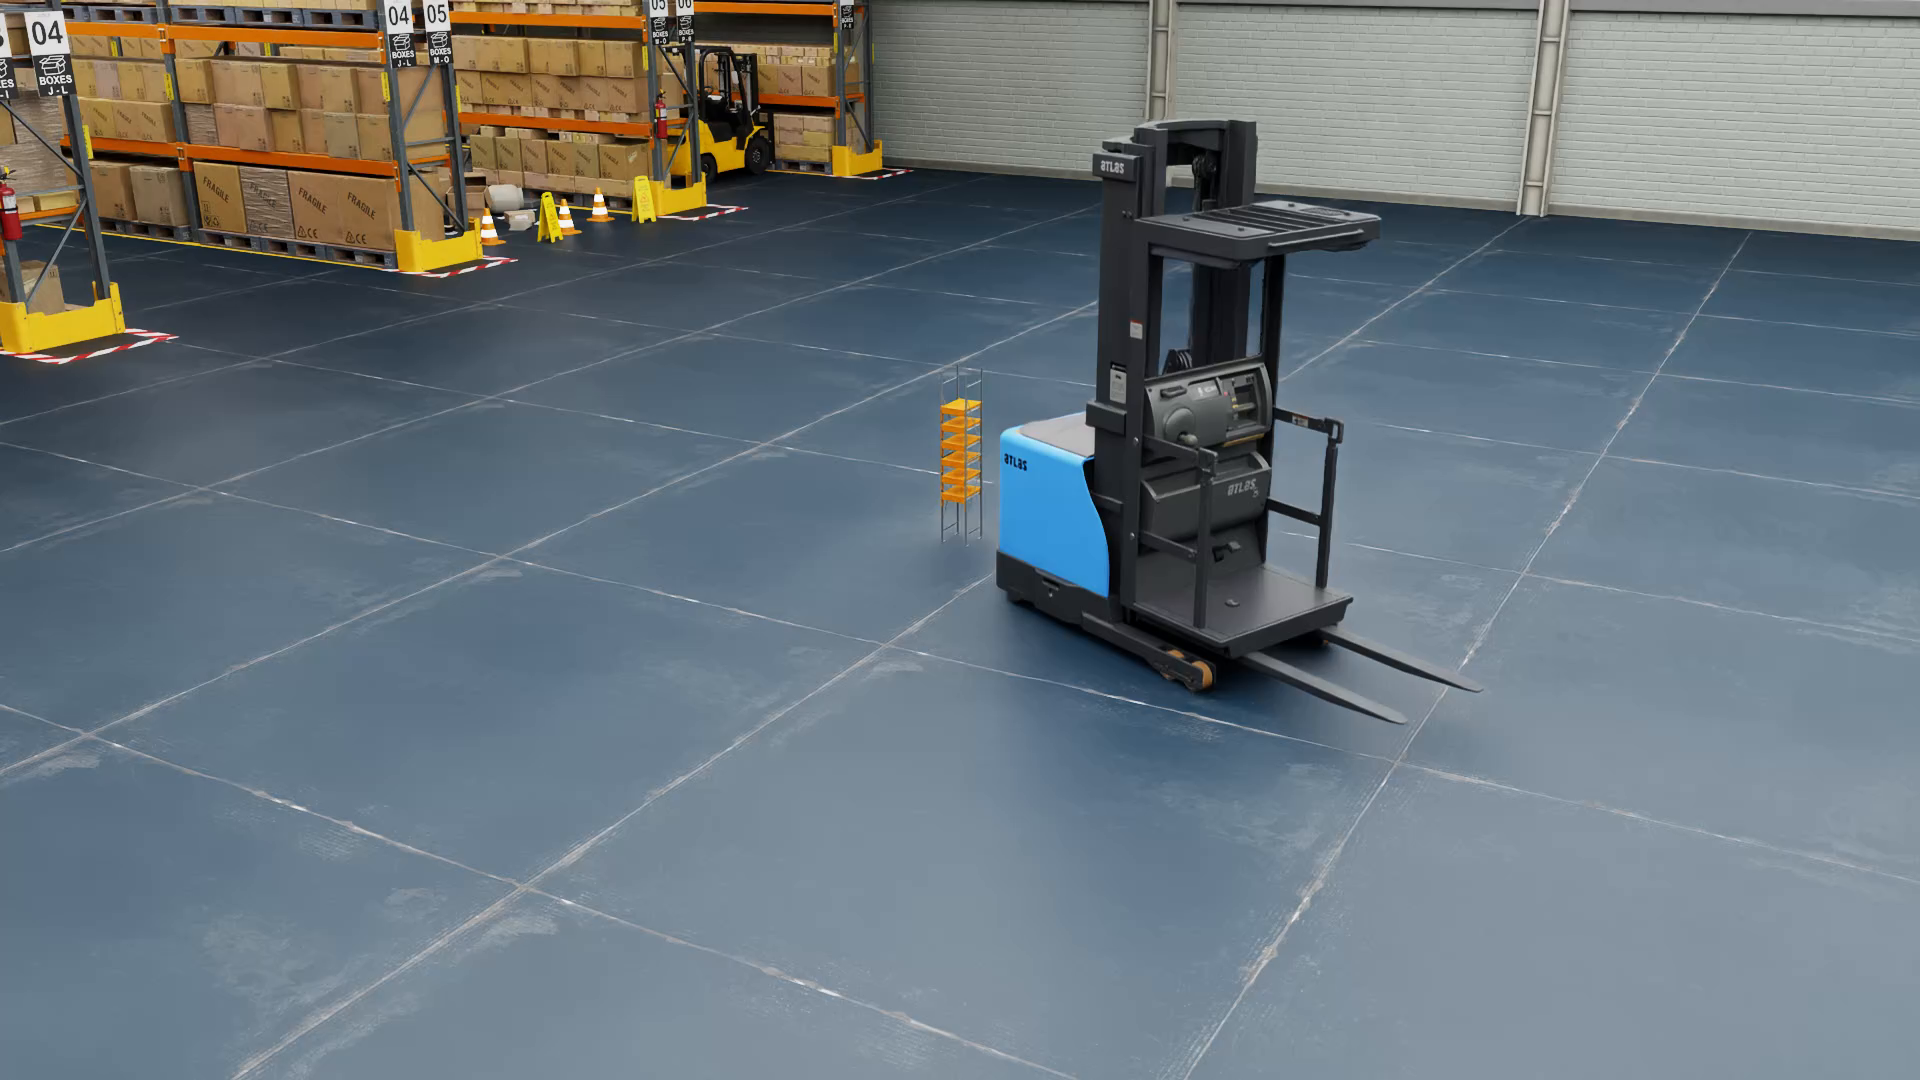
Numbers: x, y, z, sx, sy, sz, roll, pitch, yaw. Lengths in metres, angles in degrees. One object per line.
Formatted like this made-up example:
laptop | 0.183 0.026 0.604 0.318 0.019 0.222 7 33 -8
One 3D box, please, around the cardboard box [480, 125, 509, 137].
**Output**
cardboard box | -7.257 -6.395 25.962 0.250 0.149 0.380 11 23 28

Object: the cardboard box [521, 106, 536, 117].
cardboard box | -6.489 -6.569 25.443 0.250 0.149 0.380 11 23 28

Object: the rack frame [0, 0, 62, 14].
rack frame | -9.061 -6.255 15.412 0.127 3.000 1.000 11 23 27

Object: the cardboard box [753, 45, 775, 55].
cardboard box | -3.389 -8.534 28.959 0.250 0.149 0.380 11 23 28

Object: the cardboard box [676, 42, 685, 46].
cardboard box | -4.888 -8.867 29.878 0.250 0.149 0.380 11 23 28

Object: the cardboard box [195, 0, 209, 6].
cardboard box | -9.450 -6.850 21.057 0.250 0.149 0.380 11 23 27

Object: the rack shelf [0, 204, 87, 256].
rack shelf | -10.807 -3.429 17.474 4.000 0.370 1.077 11 23 27

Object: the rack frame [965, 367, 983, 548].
rack frame | 0.093 -0.546 11.112 0.006 1.200 0.240 11 23 27

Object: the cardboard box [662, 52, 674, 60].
cardboard box | -5.153 -8.749 29.988 0.250 0.149 0.380 10 22 26

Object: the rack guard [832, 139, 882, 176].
rack guard | -1.790 -6.684 29.059 0.348 0.500 1.175 11 23 27

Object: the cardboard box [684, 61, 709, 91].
cardboard box | -4.580 -8.342 29.817 0.500 0.500 0.500 11 23 28

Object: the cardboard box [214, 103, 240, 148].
cardboard box | -9.227 -5.488 21.875 0.550 0.550 0.875 11 23 27

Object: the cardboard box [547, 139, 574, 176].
cardboard box | -5.949 -5.870 25.464 0.500 0.500 0.500 10 22 26

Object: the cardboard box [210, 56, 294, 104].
cardboard box | -9.204 -6.009 21.729 0.550 0.550 0.875 11 23 27

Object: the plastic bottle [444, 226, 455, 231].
plastic bottle | -7.247 -4.372 23.329 0.283 0.061 0.133 3 20 9

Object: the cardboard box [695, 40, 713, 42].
cardboard box | -4.678 -9.003 30.251 0.250 0.149 0.380 10 22 26

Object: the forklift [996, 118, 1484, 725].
forklift | 1.522 -0.739 9.104 1.130 2.935 3.031 -15 25 -35

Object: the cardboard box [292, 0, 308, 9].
cardboard box | -7.898 -6.555 20.243 0.250 0.149 0.380 10 22 27

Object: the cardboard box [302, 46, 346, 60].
cardboard box | -10.474 -7.871 27.467 0.500 0.500 0.500 12 23 30

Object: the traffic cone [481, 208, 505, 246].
traffic cone | -6.325 -4.213 22.301 0.334 0.463 0.336 11 23 27

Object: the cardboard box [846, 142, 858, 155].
cardboard box | -2.144 -6.908 29.426 0.500 0.250 0.500 11 23 28

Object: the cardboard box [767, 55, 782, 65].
cardboard box | -3.151 -8.359 28.913 0.250 0.149 0.380 10 22 26

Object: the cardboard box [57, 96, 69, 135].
cardboard box | -12.392 -5.949 23.220 0.500 0.500 0.500 11 23 27

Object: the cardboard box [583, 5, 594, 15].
cardboard box | -5.313 -7.801 24.441 0.250 0.149 0.380 11 23 28

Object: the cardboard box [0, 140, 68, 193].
cardboard box | -9.528 -3.721 16.642 0.500 0.500 0.875 11 23 27

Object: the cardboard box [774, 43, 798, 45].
cardboard box | -3.081 -8.723 29.479 0.250 0.149 0.380 10 22 26

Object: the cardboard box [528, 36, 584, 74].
cardboard box | -6.082 -7.327 25.115 0.500 0.500 0.700 11 22 27

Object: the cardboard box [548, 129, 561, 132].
cardboard box | -7.683 -8.061 32.054 0.625 0.625 0.875 12 23 29

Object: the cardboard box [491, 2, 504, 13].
cardboard box | -6.897 -8.095 25.253 0.250 0.149 0.380 12 23 29

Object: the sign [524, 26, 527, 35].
sign | -8.527 -9.904 32.571 0.005 0.325 0.100 11 23 27

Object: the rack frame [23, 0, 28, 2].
rack frame | -13.538 -9.045 23.104 0.127 3.000 1.000 11 23 27

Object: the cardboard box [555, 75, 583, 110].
cardboard box | -5.706 -6.749 24.988 0.500 0.500 0.500 11 23 27

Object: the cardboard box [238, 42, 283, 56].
cardboard box | -11.791 -8.240 28.070 0.500 0.500 0.500 10 22 26

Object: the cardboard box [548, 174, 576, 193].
cardboard box | -5.973 -5.518 25.594 0.500 0.250 0.500 10 22 25

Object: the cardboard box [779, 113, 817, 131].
cardboard box | -2.813 -7.305 29.055 0.500 0.250 0.500 11 23 28

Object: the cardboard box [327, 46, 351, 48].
cardboard box | -10.223 -8.024 27.888 0.500 0.500 0.500 10 22 26

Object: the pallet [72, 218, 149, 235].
pallet | -11.826 -4.557 23.619 1.213 0.211 1.003 11 23 27

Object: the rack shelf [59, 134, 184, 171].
rack shelf | -11.792 -5.554 23.333 4.000 0.370 1.077 11 23 27

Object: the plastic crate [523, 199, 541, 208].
plastic crate | -6.749 -5.172 25.507 0.583 0.080 0.402 3 20 9

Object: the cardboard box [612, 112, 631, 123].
cardboard box | -4.934 -6.274 24.632 0.250 0.149 0.380 10 22 27

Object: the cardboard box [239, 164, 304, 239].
cardboard box | -8.742 -4.484 21.828 0.875 0.875 0.875 11 23 28

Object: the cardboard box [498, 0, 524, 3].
cardboard box | -6.584 -8.205 24.970 0.500 0.250 0.500 11 23 28

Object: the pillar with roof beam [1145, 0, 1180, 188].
pillar with roof beam | 1.160 -8.788 22.395 0.400 9.000 9.100 11 23 27

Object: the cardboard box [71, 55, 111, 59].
cardboard box | -12.260 -6.496 23.261 0.500 0.500 0.700 10 22 26

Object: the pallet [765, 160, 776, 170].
pallet | -3.560 -6.870 29.995 1.213 0.211 1.003 11 23 27

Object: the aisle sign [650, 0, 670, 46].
aisle sign | -4.315 -7.510 23.858 0.004 0.787 0.394 11 23 27

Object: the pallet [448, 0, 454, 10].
pallet | -8.207 -8.506 26.293 1.003 0.211 1.213 11 23 27

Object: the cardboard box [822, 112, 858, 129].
cardboard box | -2.138 -7.374 29.246 0.500 0.250 0.500 10 22 26

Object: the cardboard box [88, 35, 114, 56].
cardboard box | -15.251 -8.894 29.872 0.500 0.500 0.500 11 22 27

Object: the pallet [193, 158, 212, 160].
pallet | -12.925 -6.761 29.695 1.213 0.211 1.003 11 23 27

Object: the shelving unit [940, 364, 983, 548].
shelving unit | 0.013 -0.562 11.154 0.189 1.200 0.258 11 23 27
